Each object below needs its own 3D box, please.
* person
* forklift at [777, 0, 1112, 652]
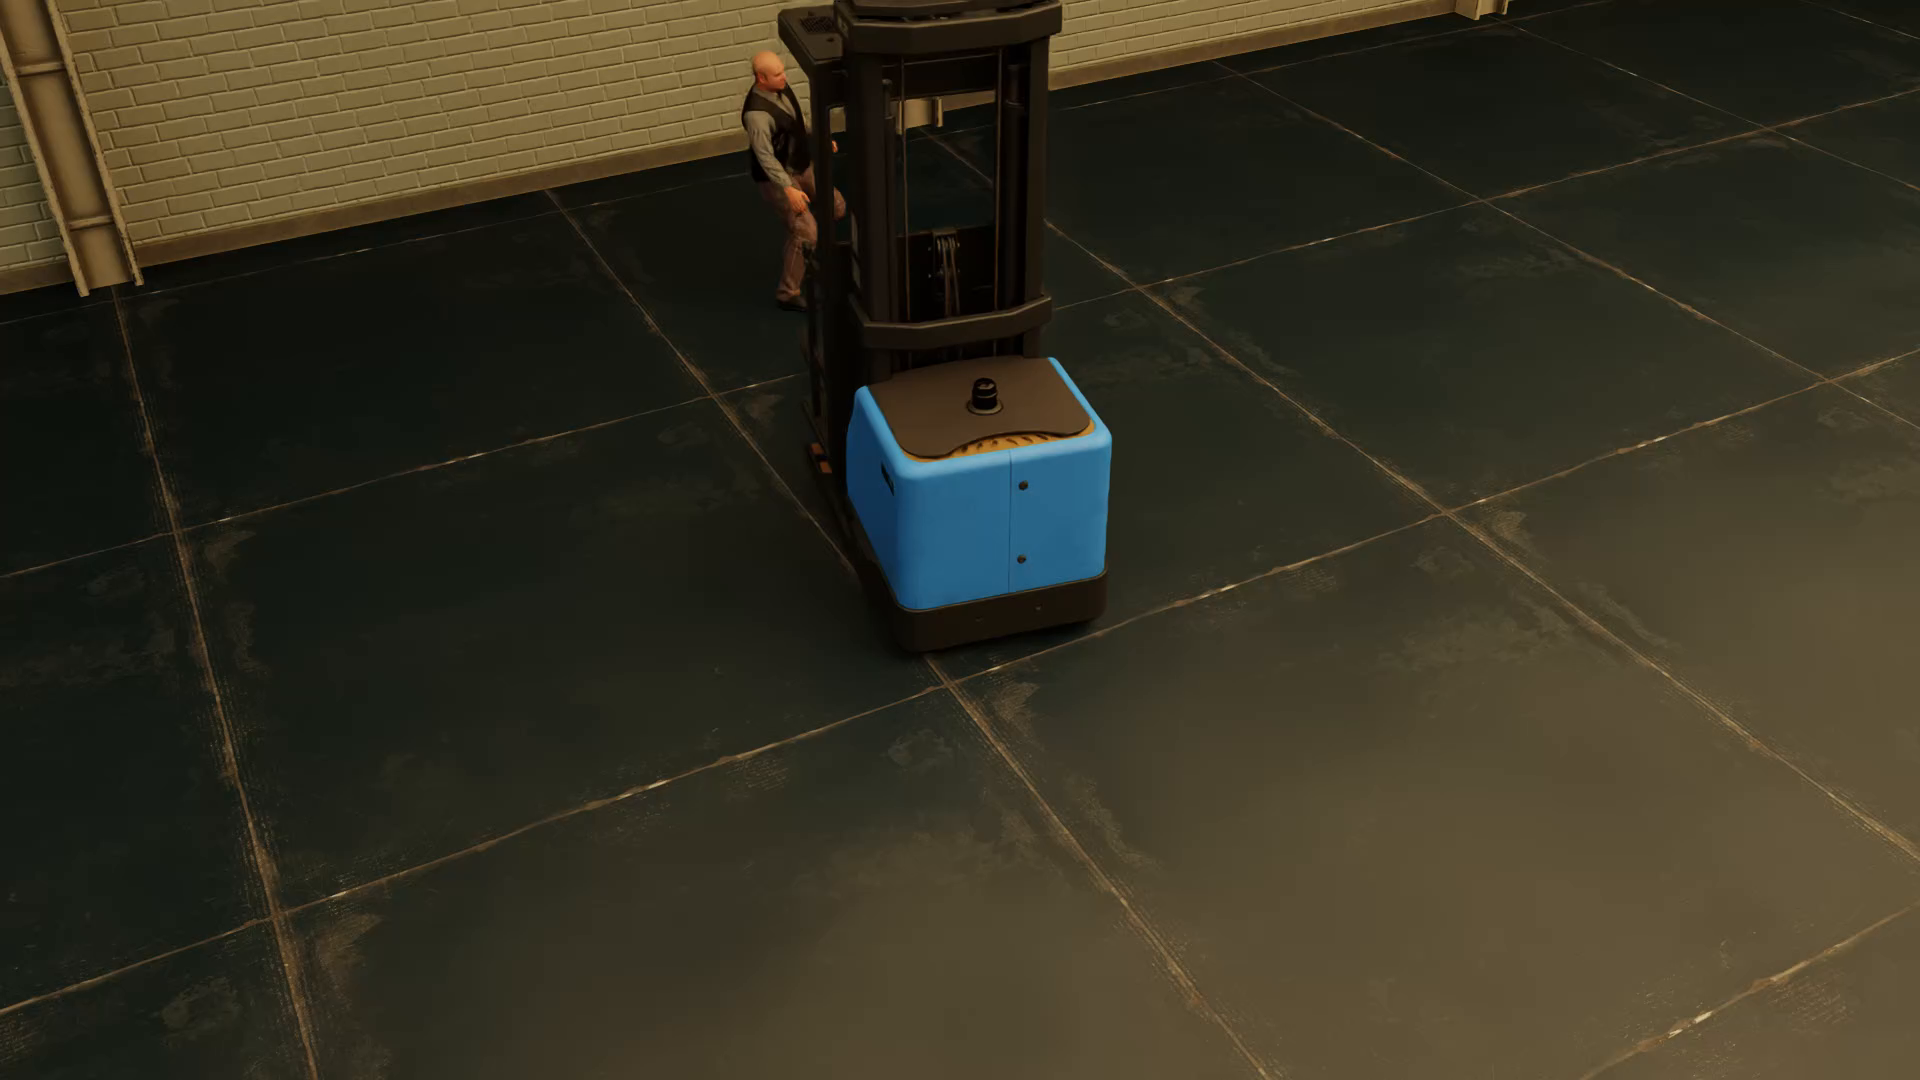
[{"bbox_3d":[-1.077,-2.327,10.579,0.559,1.596,0.841,10,36,13],"label":"person"},{"bbox_3d":[-0.222,-1.521,8.274,1.130,2.935,3.031,-10,37,-14],"label":"forklift"}]
